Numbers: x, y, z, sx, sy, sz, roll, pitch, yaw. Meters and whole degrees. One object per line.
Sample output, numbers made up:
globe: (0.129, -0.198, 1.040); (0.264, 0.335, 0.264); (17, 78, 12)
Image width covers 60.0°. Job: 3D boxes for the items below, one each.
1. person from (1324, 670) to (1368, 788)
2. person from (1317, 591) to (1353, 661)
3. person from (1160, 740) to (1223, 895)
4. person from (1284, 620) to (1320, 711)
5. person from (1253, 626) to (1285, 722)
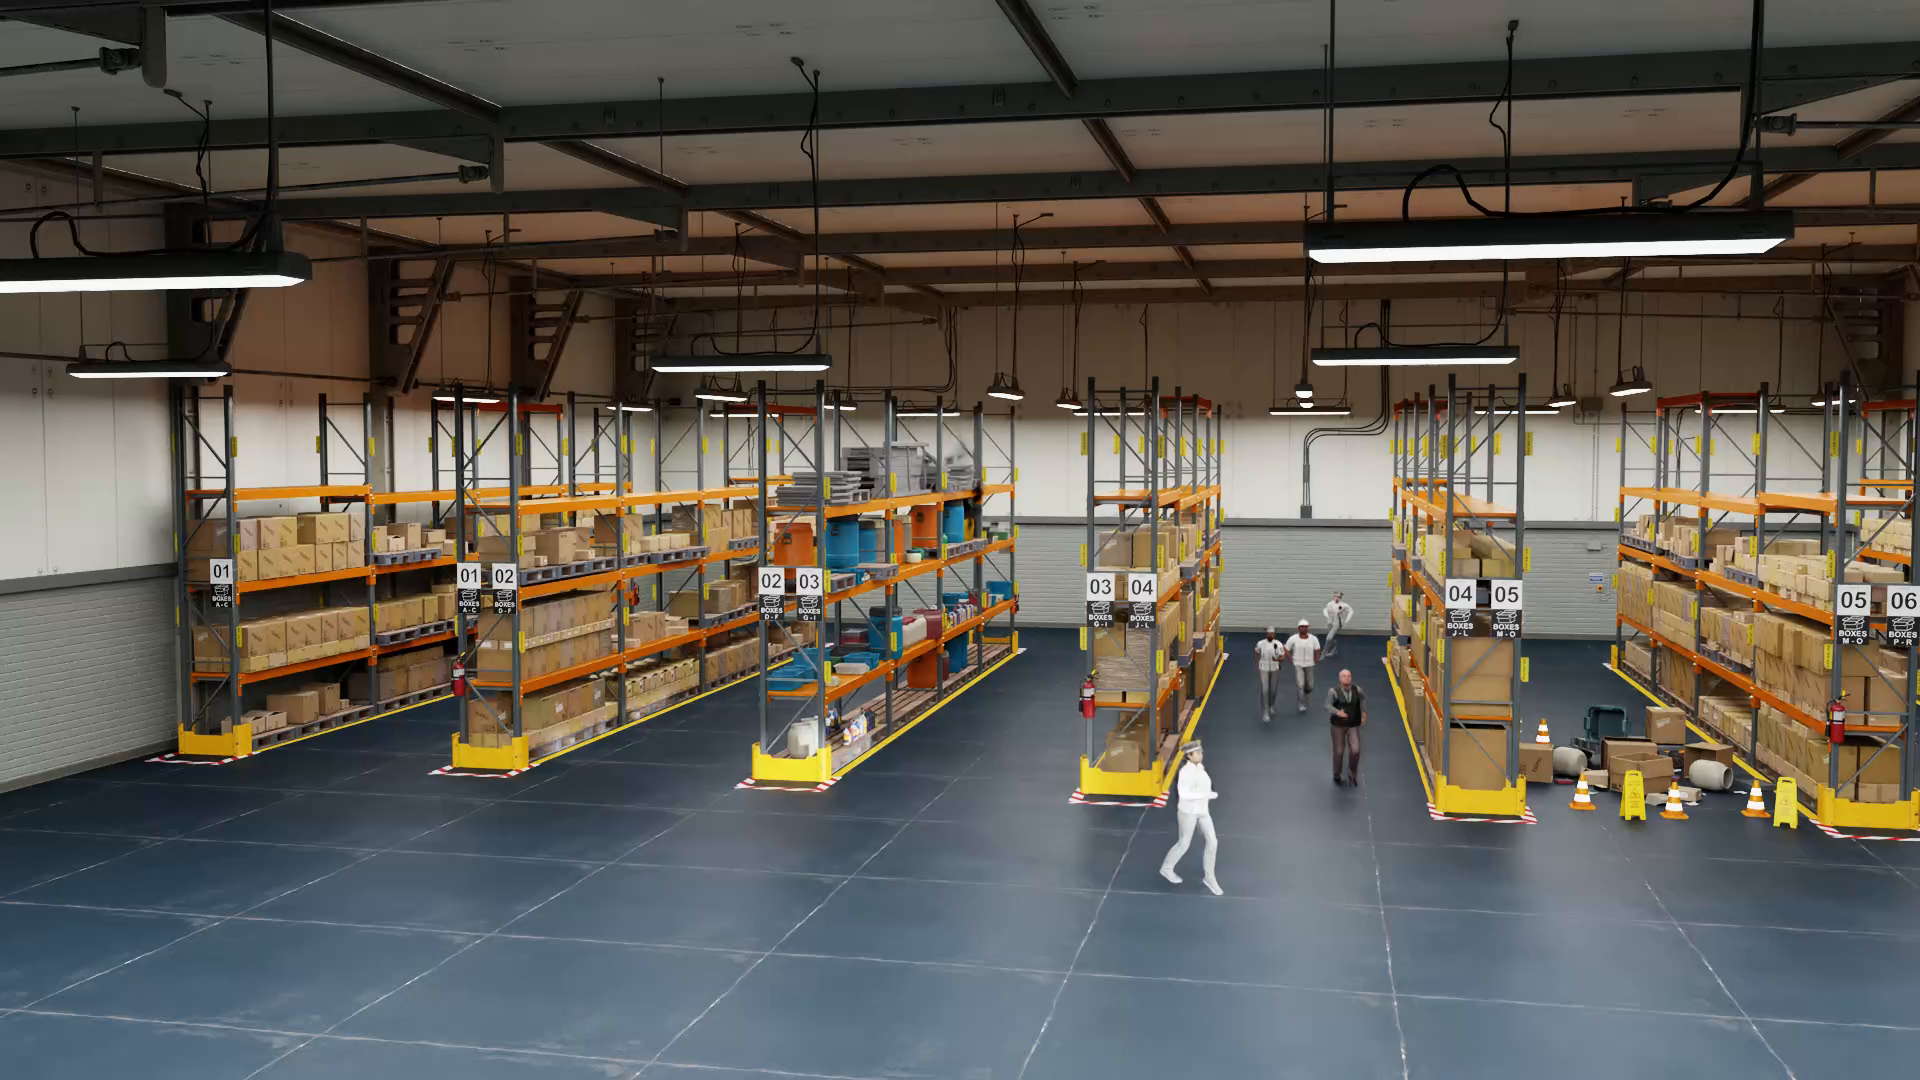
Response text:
person: (5.693, 2.793, 24.493); (0.672, 1.780, 0.731); (0, 3, 2)
person: (8.823, 2.015, 39.092); (0.827, 1.669, 0.730); (-3, 5, -45)
person: (2.604, 3.109, 18.747); (0.777, 1.753, 0.598); (3, 4, 42)
person: (6.510, 2.374, 31.603); (0.700, 1.719, 0.625); (0, 3, 3)
person: (5.696, 2.427, 30.612); (0.566, 1.725, 0.853); (0, 3, 6)
